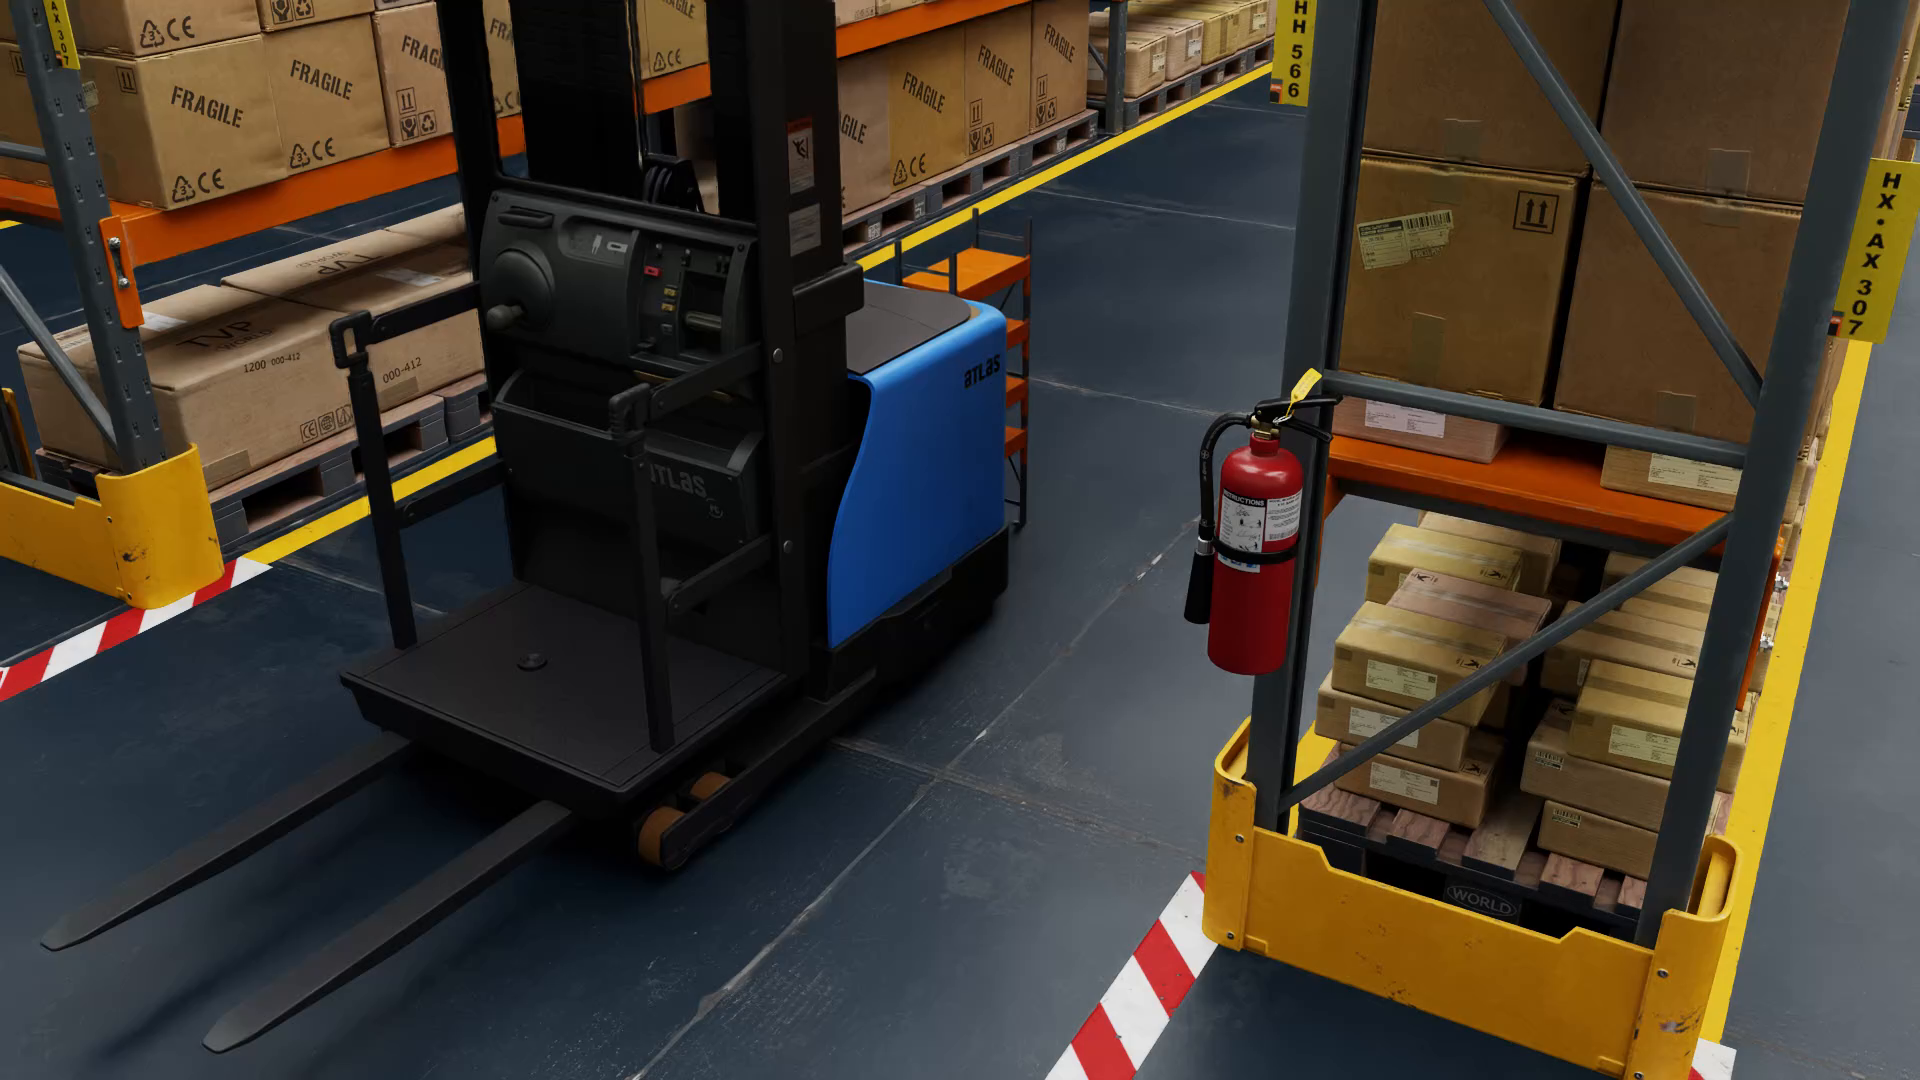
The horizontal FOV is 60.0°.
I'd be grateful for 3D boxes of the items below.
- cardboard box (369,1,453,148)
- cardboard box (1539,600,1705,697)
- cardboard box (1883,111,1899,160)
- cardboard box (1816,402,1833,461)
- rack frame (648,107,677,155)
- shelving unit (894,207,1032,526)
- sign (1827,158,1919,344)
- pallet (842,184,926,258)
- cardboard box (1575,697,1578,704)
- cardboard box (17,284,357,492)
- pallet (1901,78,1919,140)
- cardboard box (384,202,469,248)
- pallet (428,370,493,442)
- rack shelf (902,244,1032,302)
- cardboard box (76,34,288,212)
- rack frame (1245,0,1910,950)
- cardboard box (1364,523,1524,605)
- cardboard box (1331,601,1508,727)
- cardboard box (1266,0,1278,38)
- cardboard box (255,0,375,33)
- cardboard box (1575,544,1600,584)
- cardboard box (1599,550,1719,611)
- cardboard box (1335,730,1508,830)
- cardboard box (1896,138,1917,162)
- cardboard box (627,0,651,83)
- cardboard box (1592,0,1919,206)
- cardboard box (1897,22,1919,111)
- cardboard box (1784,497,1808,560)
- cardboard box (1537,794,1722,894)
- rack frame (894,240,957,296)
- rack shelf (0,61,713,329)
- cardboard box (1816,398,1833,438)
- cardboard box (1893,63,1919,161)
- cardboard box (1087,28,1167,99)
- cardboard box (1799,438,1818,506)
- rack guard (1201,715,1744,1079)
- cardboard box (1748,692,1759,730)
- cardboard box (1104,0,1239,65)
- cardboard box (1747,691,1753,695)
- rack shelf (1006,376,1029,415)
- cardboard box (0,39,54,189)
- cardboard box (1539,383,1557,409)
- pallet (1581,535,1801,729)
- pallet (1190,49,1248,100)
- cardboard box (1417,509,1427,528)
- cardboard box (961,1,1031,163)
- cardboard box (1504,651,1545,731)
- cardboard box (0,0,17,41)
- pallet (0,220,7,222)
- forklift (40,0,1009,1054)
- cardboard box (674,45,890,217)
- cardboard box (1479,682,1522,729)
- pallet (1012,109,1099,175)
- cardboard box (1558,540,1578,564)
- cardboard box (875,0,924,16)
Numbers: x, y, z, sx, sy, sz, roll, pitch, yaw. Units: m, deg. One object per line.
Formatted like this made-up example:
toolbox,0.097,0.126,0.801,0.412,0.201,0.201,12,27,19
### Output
cardboard box,-2.231,-1.859,6.501,0.500,0.500,0.500,14,30,26
cardboard box,1.736,0.315,4.320,0.380,0.149,0.250,15,30,27
cardboard box,2.106,-0.937,4.326,0.500,0.500,0.500,15,30,27
cardboard box,3.002,-0.438,6.158,0.380,0.149,0.250,13,29,24
rack frame,-1.240,-2.852,8.596,1.000,3.000,0.127,14,30,26
shelving unit,0.017,-0.529,5.967,0.258,1.200,0.503,16,31,29
sign,1.624,-0.510,2.951,0.100,0.325,0.005,14,30,26
pallet,-0.926,-1.922,9.854,1.003,0.211,1.213,14,30,26
cardboard box,1.816,0.470,4.344,0.380,0.149,0.250,14,30,26
cardboard box,-2.970,-0.614,6.520,0.875,0.438,0.875,13,29,24
pallet,3.622,-1.981,7.072,1.003,0.211,1.213,14,30,26
cardboard box,-2.082,-1.324,7.937,0.875,0.438,0.875,13,29,25
pallet,-2.282,-0.849,7.710,1.003,0.211,1.213,14,30,26
rack shelf,0.017,-0.881,5.791,0.258,0.148,0.480,16,31,29
cardboard box,-2.722,-1.462,5.707,0.500,0.500,0.500,14,30,26
rack frame,1.151,-0.242,3.383,1.000,3.000,0.127,14,30,26
cardboard box,1.382,0.102,4.746,0.380,0.149,0.250,13,30,25
cardboard box,1.191,0.316,4.318,0.380,0.149,0.250,15,30,27
cardboard box,2.439,-4.778,14.909,0.950,0.372,0.625,15,30,27
cardboard box,-2.476,-2.112,5.890,0.500,0.500,0.500,13,30,25
cardboard box,1.995,-0.009,5.634,0.380,0.149,0.250,15,30,28
cardboard box,2.021,0.130,4.690,0.380,0.149,0.250,13,29,24
cardboard box,1.229,0.593,4.429,0.380,0.149,0.250,15,30,27
cardboard box,5.465,-2.760,10.456,1.050,0.750,0.750,14,30,25
cardboard box,-1.729,-2.259,7.300,0.500,0.500,0.500,14,30,25
cardboard box,1.603,-0.984,3.303,0.500,0.500,0.500,14,30,26
cardboard box,2.121,-1.380,4.094,0.500,0.500,0.500,13,30,25
cardboard box,2.714,-0.083,5.781,0.380,0.149,0.250,14,30,26
cardboard box,1.688,0.711,4.195,0.380,0.149,0.250,15,30,27
rack frame,-0.115,-0.437,5.783,0.240,1.200,0.015,16,31,29
rack shelf,-2.224,-1.751,7.200,1.077,0.370,4.000,14,30,26
cardboard box,1.864,-0.386,3.950,0.380,0.149,0.250,13,30,25
cardboard box,2.871,-1.526,5.504,0.500,0.500,0.500,13,30,25
cardboard box,1.014,-3.642,12.640,0.950,0.372,0.625,12,29,23
cardboard box,2.593,-0.260,5.469,0.380,0.149,0.250,13,29,24
rack guard,1.189,0.846,4.002,1.175,0.500,0.348,14,30,26
cardboard box,2.083,0.417,4.782,0.380,0.149,0.250,15,30,27
cardboard box,1.748,-4.225,13.806,0.950,0.372,0.625,15,30,28
cardboard box,2.081,0.279,4.726,0.380,0.149,0.250,15,30,28
rack shelf,0.017,-0.469,5.997,0.258,0.148,0.480,16,31,29
cardboard box,-3.201,-1.584,5.952,0.500,0.500,0.500,14,30,26
cardboard box,1.221,-0.408,3.995,0.380,0.149,0.250,14,30,26
pallet,2.220,0.192,5.630,1.003,0.211,1.213,14,30,26
pallet,1.714,-3.942,13.889,1.003,0.211,1.213,14,30,26
cardboard box,1.648,-0.102,5.153,0.380,0.149,0.250,15,30,28
cardboard box,-0.127,-3.051,10.898,0.875,0.875,0.875,15,30,27
cardboard box,1.472,0.387,4.842,0.380,0.149,0.250,14,30,26
cardboard box,-3.178,-2.025,5.716,0.500,0.500,0.500,15,30,28
pallet,-6.501,-1.952,9.914,1.003,0.211,1.213,14,30,26
forklift,-1.052,-0.664,4.301,1.130,2.935,3.031,16,31,29
cardboard box,-1.005,-2.349,9.496,0.875,0.875,0.875,15,30,28
cardboard box,1.338,0.353,4.577,0.380,0.149,0.250,13,30,25
pallet,0.274,-2.873,11.754,1.003,0.211,1.213,14,30,26
cardboard box,1.802,-0.060,5.403,0.380,0.149,0.250,16,31,29
cardboard box,-0.541,-3.100,9.260,0.500,0.250,0.500,13,30,25
